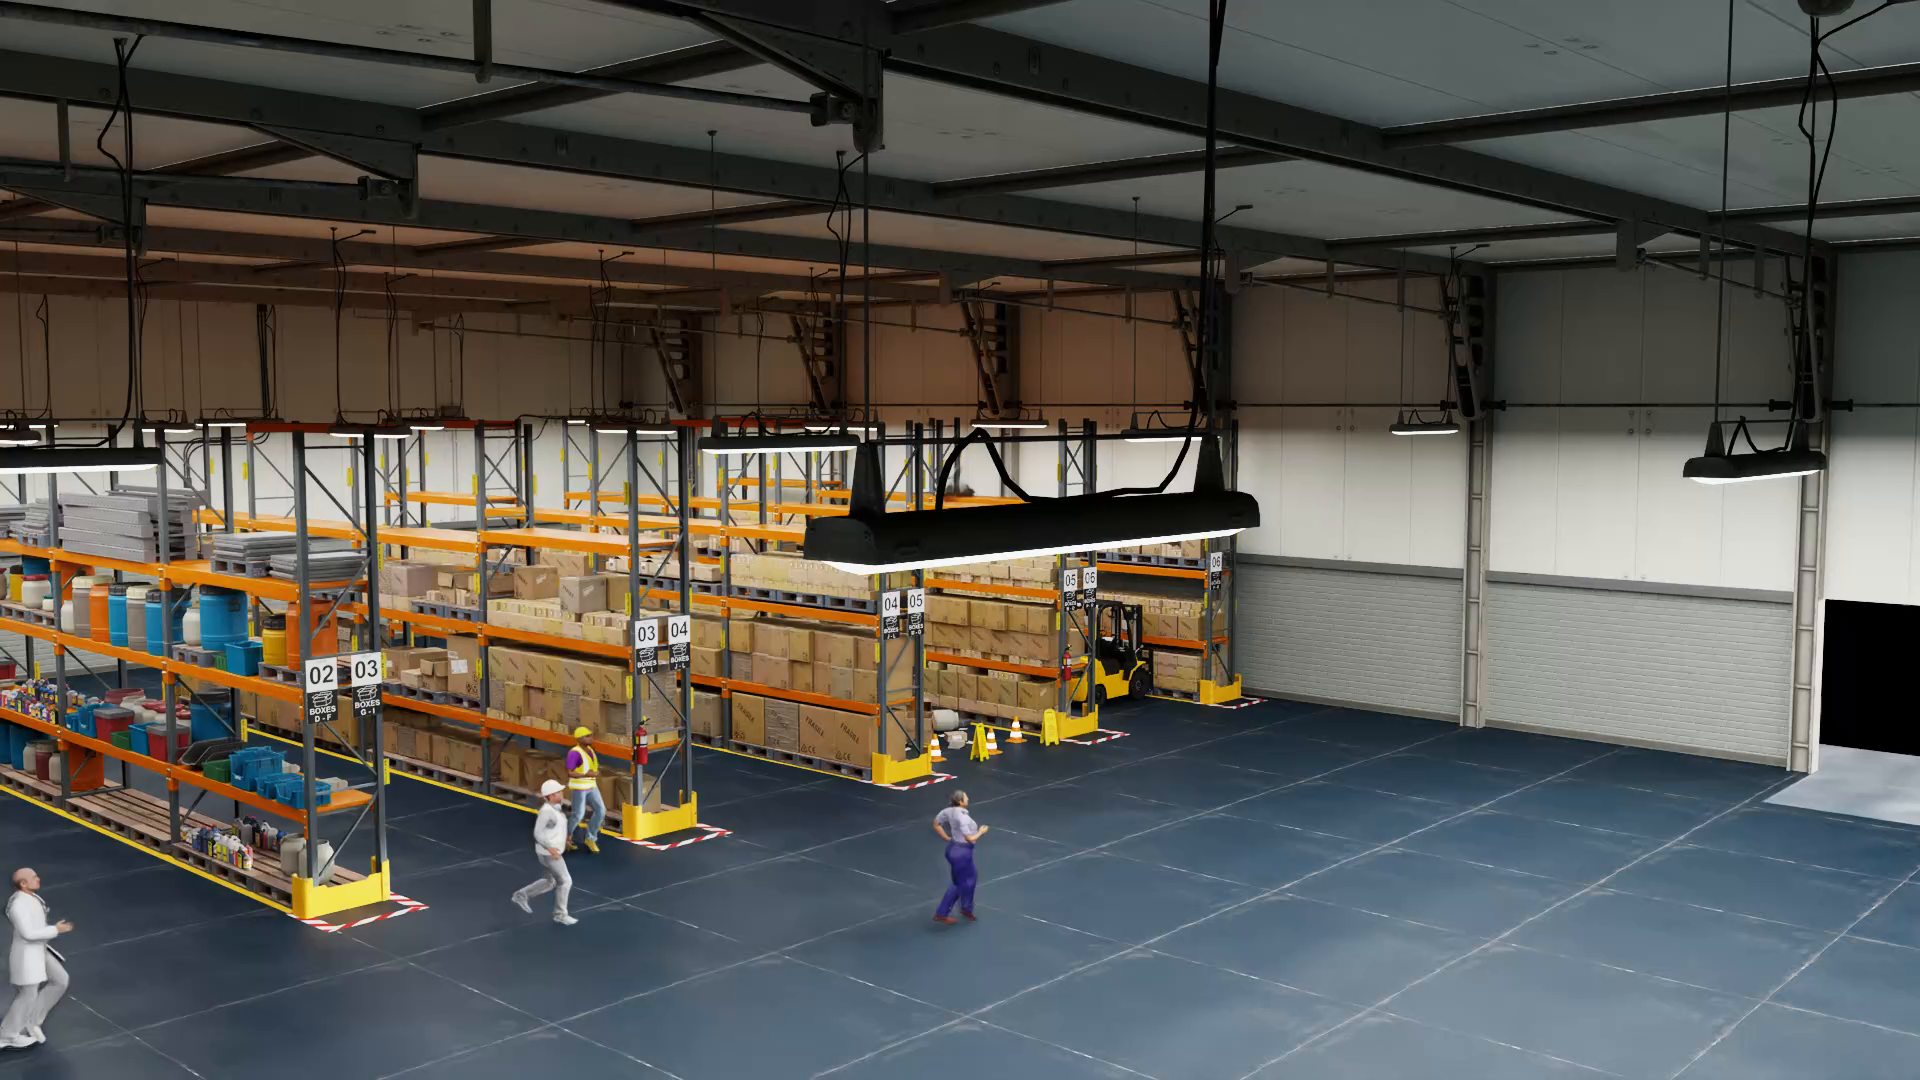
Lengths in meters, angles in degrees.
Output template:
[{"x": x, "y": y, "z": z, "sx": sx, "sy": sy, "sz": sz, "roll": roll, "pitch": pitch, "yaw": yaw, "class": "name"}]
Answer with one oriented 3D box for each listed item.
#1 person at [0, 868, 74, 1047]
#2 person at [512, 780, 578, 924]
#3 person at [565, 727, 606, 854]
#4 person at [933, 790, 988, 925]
[{"x": -9.152, "y": 4.116, "z": 16.453, "sx": 0.729, "sy": 1.785, "sz": 0.719, "roll": -1, "pitch": 5, "yaw": -15, "class": "person"}, {"x": -5.070, "y": 3.804, "z": 20.252, "sx": 0.793, "sy": 1.792, "sz": 0.665, "roll": -1, "pitch": 5, "yaw": -9, "class": "person"}, {"x": -5.310, "y": 3.541, "z": 23.483, "sx": 0.673, "sy": 1.818, "sz": 0.697, "roll": 2, "pitch": 5, "yaw": 23, "class": "person"}, {"x": -0.002, "y": 3.869, "z": 20.171, "sx": 0.708, "sy": 1.698, "sz": 0.585, "roll": -2, "pitch": 5, "yaw": -20, "class": "person"}]
